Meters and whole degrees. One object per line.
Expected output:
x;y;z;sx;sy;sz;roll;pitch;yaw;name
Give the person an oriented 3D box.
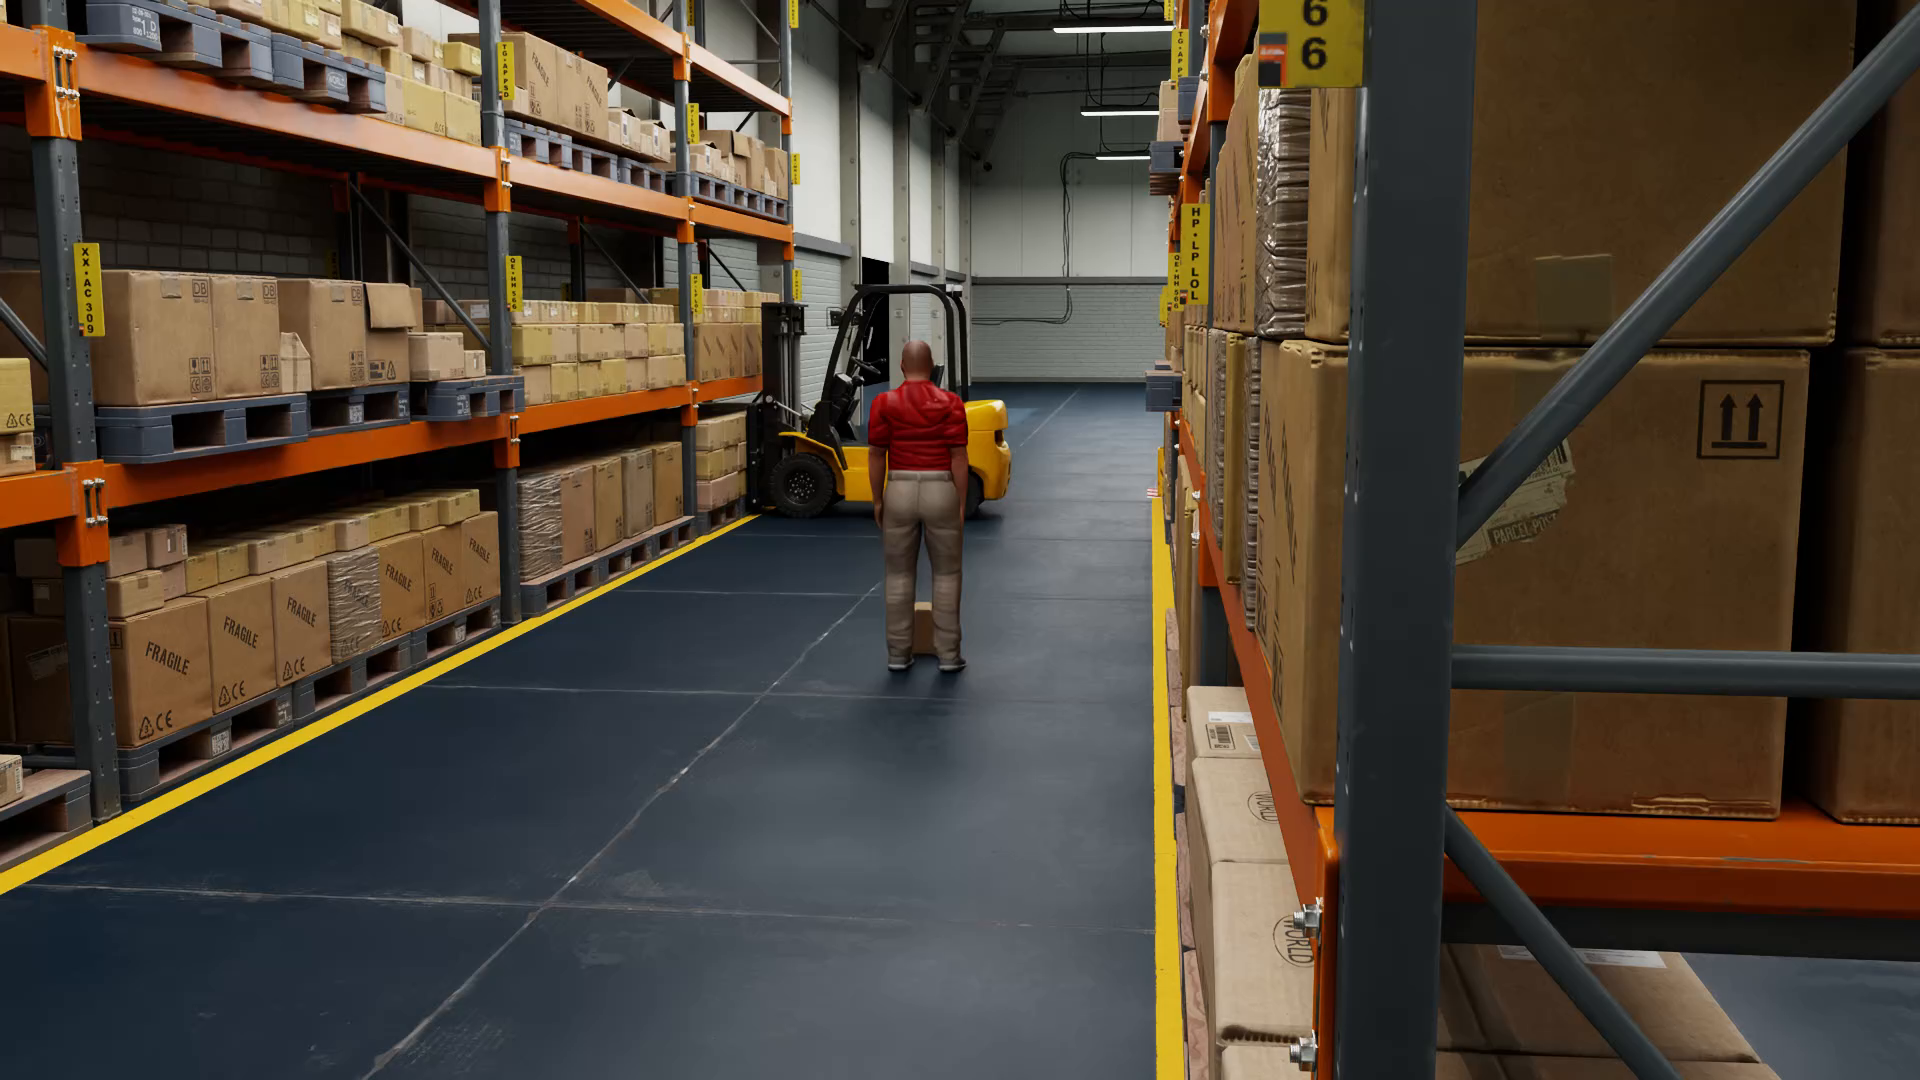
-0.212;-0.174;8.706;0.531;1.739;0.363;1;8;7;person
